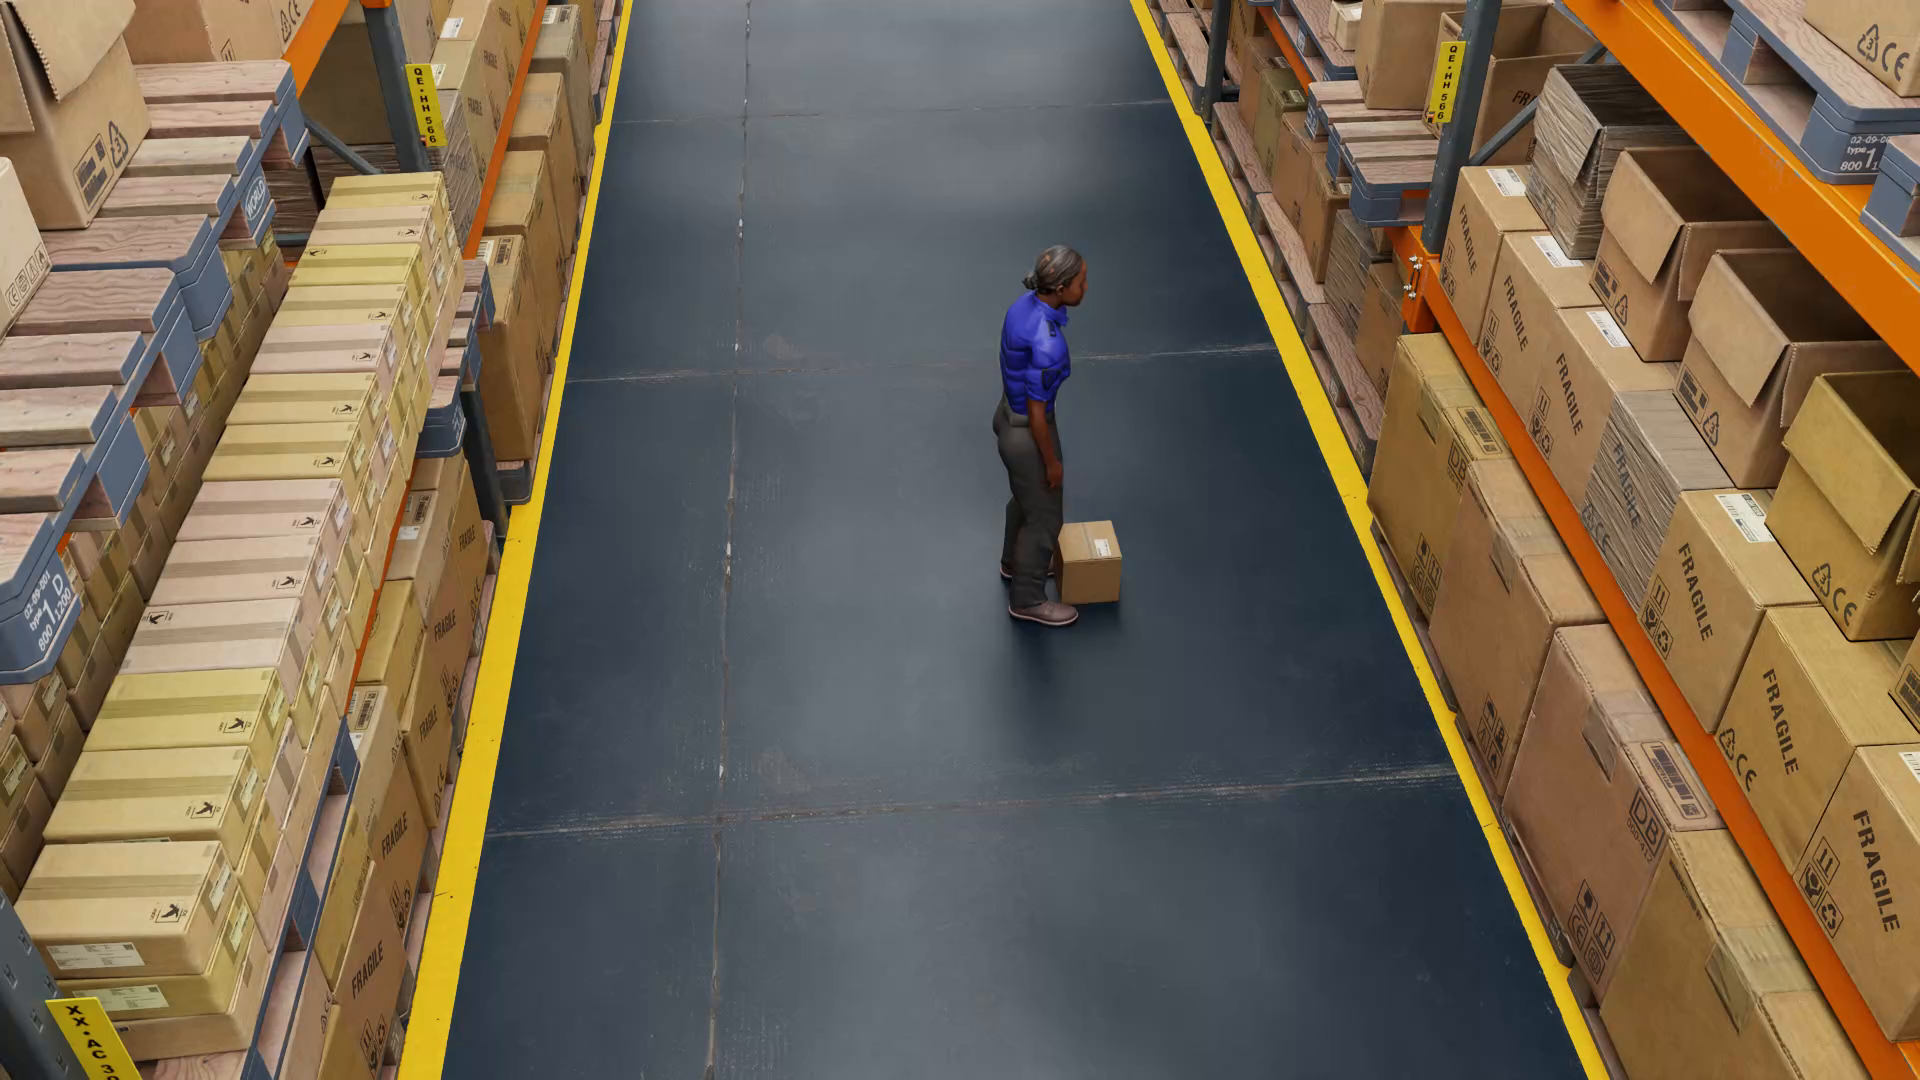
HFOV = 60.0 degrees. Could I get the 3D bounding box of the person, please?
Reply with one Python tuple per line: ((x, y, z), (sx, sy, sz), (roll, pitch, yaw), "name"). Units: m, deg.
((0.315, -0.427, 6.679), (0.352, 1.654, 0.518), (-4, 40, -5), "person")
